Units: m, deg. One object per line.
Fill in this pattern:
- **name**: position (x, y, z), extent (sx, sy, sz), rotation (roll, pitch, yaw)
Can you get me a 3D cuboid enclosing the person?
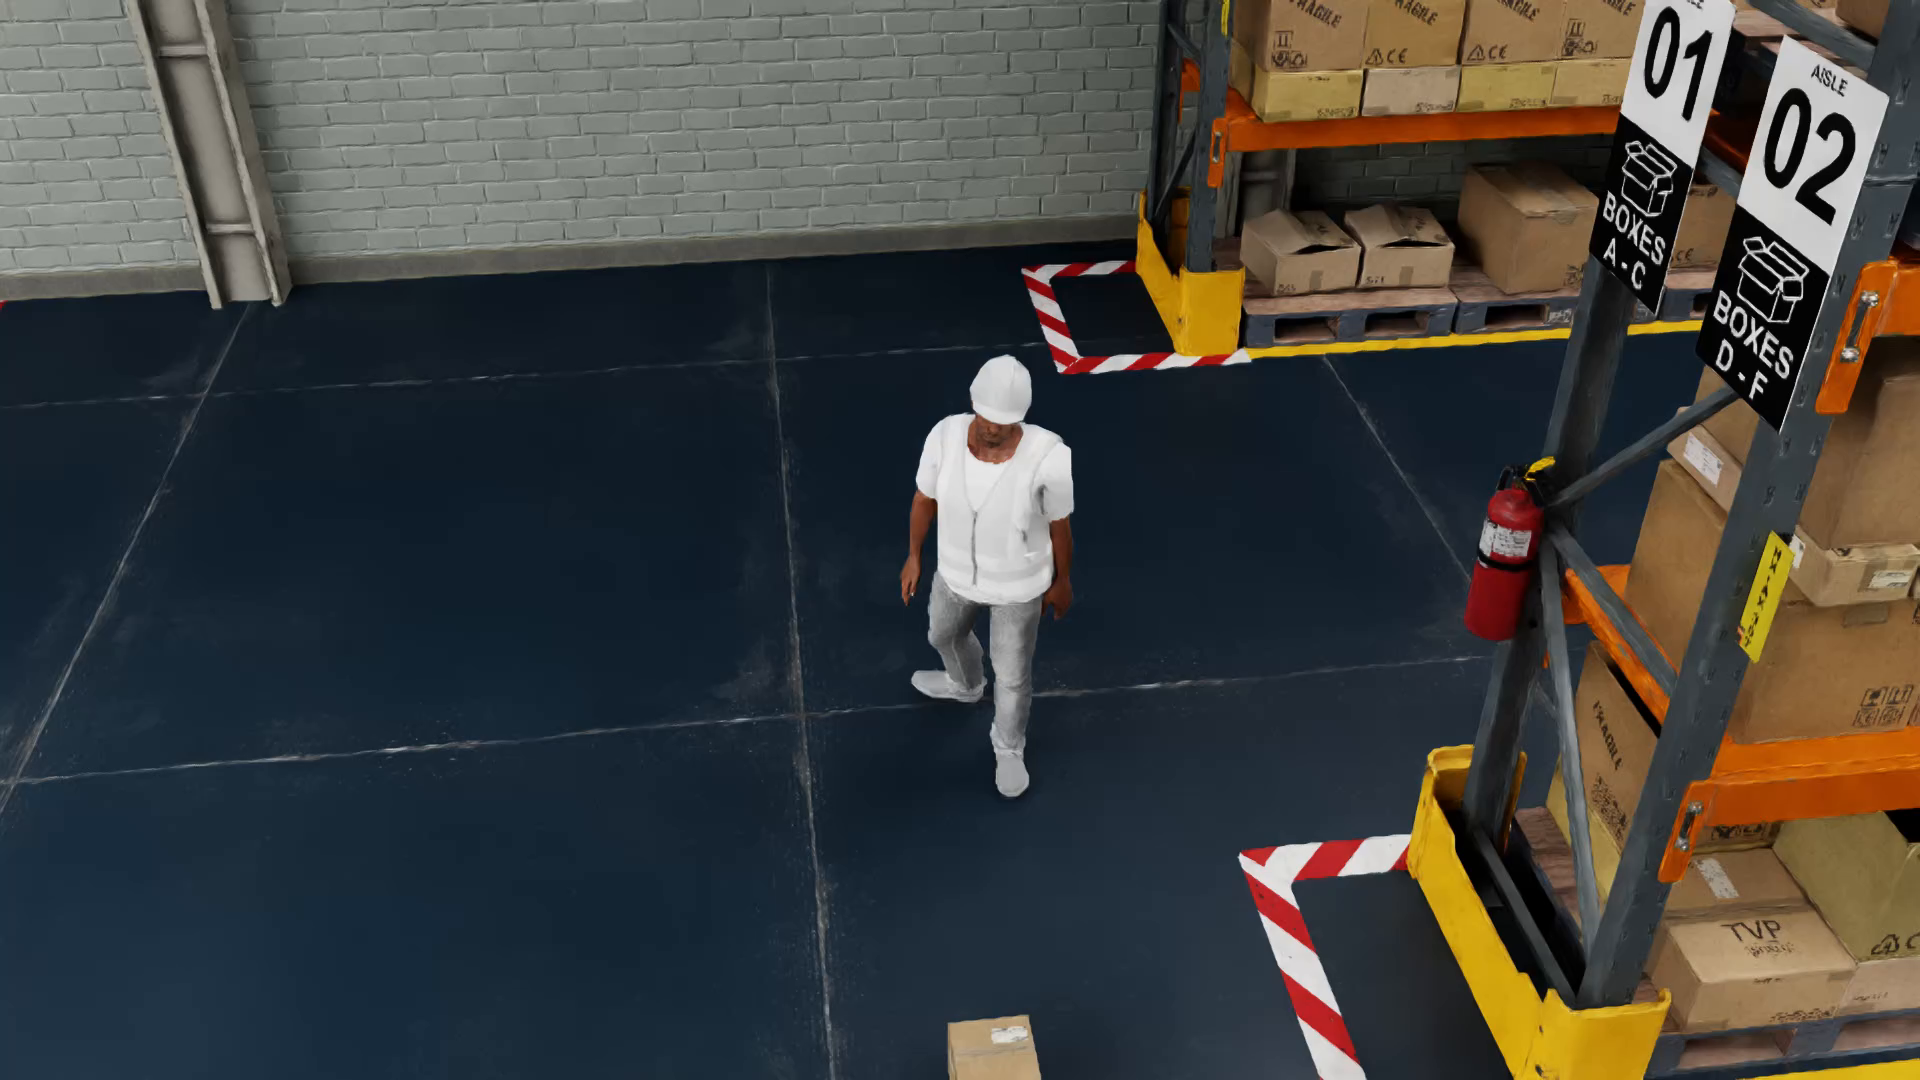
- **person**: position (0.051, 0.070, 6.032), extent (0.737, 1.759, 0.488), rotation (18, 38, 24)
